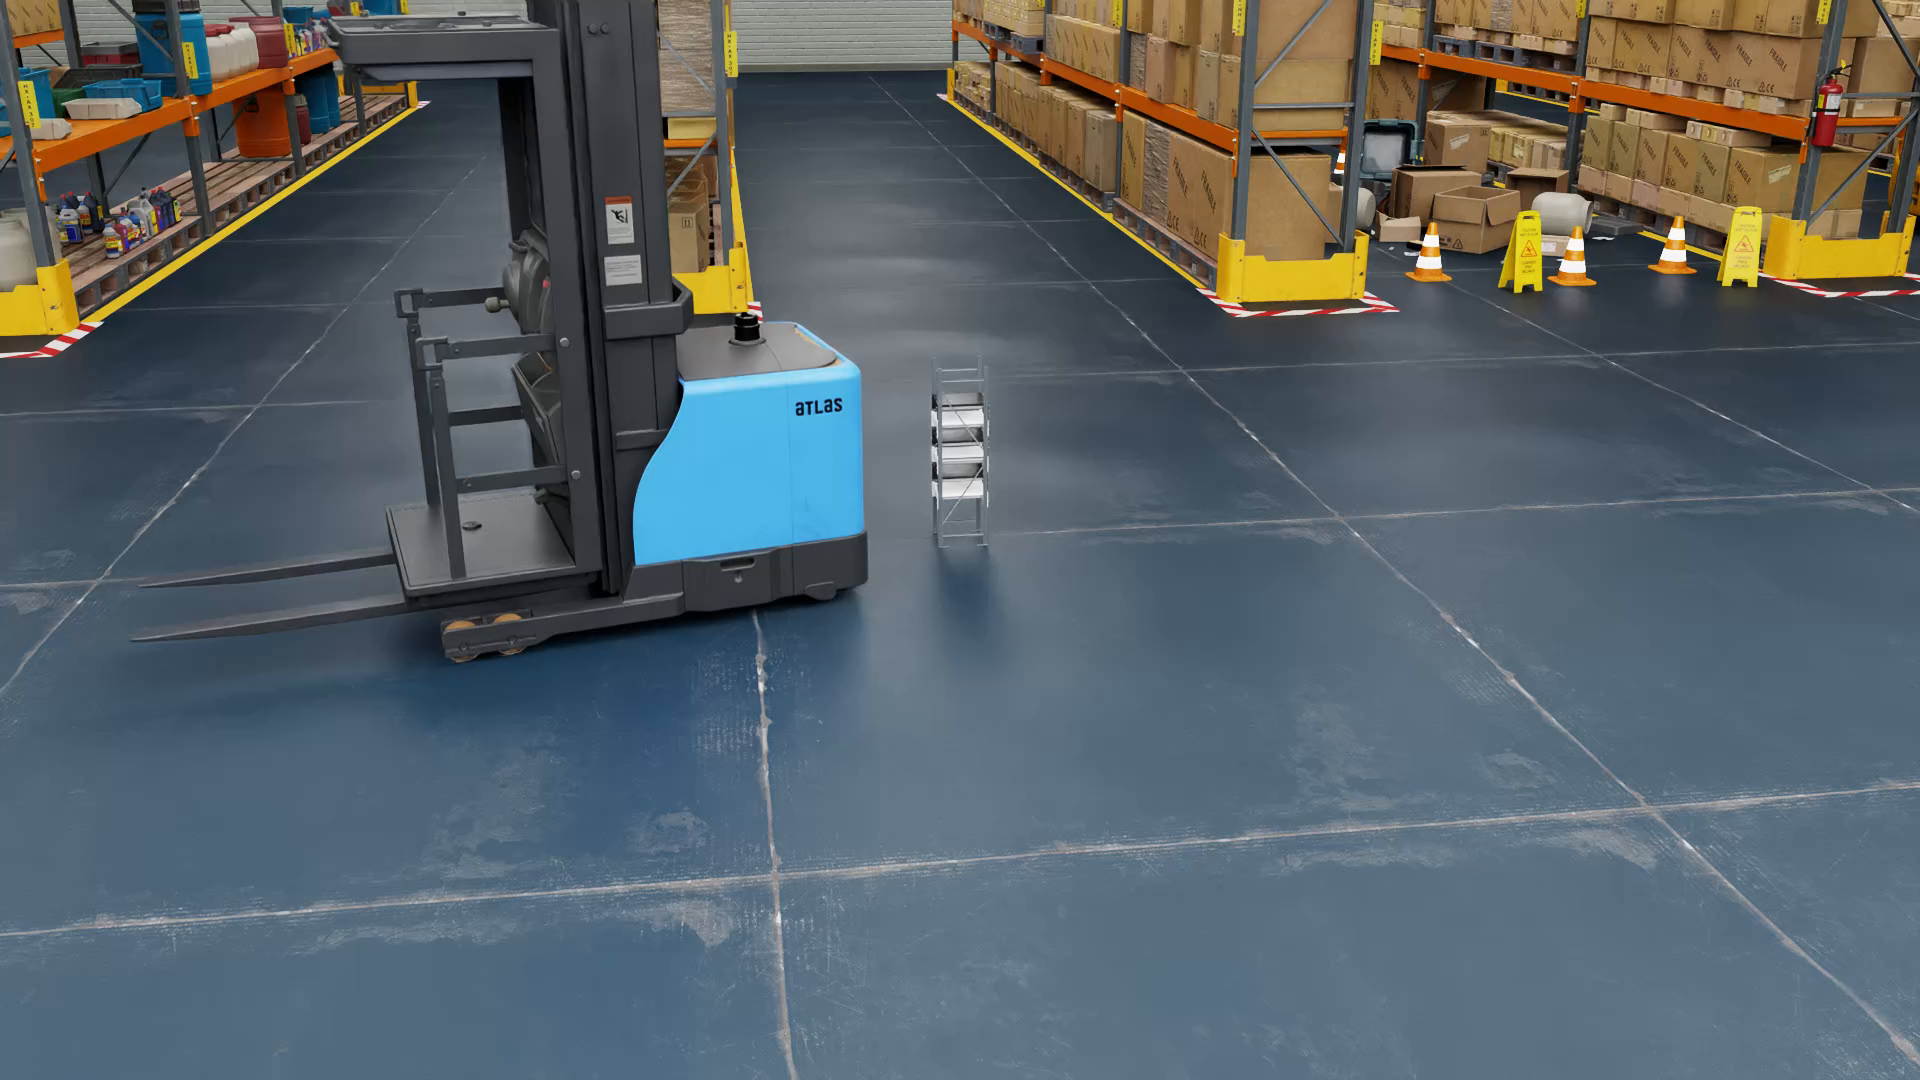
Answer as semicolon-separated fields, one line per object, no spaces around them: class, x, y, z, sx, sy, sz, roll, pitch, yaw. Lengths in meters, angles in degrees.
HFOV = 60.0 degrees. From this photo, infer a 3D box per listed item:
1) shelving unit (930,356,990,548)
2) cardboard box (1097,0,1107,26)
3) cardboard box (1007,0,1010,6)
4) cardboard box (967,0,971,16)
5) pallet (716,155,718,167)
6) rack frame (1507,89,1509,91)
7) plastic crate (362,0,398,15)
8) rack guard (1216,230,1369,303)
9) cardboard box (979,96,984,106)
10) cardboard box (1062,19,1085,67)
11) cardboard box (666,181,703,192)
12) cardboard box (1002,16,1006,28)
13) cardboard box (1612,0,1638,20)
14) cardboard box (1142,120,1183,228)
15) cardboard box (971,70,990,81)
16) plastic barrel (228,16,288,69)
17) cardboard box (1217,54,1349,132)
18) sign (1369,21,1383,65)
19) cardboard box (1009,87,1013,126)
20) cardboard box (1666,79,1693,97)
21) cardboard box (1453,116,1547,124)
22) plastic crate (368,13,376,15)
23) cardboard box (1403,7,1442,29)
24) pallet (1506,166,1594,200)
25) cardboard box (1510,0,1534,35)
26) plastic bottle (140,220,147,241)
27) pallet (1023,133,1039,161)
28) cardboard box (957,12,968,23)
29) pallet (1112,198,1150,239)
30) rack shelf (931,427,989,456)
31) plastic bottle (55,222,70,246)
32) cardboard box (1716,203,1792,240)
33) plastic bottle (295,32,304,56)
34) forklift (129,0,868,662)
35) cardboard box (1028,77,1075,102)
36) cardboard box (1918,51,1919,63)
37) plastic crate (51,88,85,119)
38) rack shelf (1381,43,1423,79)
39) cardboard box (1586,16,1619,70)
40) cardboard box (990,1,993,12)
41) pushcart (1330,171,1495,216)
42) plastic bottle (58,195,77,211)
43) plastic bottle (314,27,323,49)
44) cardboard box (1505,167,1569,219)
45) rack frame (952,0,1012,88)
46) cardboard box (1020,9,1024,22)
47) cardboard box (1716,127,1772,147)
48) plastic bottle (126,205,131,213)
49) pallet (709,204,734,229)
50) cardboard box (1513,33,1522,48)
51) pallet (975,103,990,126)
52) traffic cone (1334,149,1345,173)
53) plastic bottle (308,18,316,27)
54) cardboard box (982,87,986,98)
shelving unit;-0.001;-0.424;8.066;0.258;0.900;0.210;-3;21;-8
cardboard box;1.875;-5.820;17.941;0.700;0.500;0.500;-3;21;-7
cardboard box;0.816;-7.118;21.895;0.380;0.149;0.250;-2;21;-5
cardboard box;0.403;-8.422;25.910;0.500;0.500;0.500;-3;21;-9
pallet;-3.287;-4.373;19.624;1.003;0.211;1.213;-3;21;-8
rack frame;10.166;-9.472;29.289;1.000;3.000;0.127;-3;21;-8
plastic crate;-9.220;-8.409;26.306;0.616;0.435;0.499;-3;21;-8
rack guard;2.681;-2.216;13.436;1.175;0.500;0.348;-3;21;-8
cardboard box;0.497;-6.713;25.376;0.380;0.149;0.250;-4;21;-10
cardboard box;1.470;-5.693;19.028;0.500;0.500;0.500;-3;21;-8
cardboard box;-2.510;-2.846;14.522;0.500;0.500;0.500;-1;21;-3
cardboard box;0.776;-6.931;22.244;0.380;0.149;0.250;-4;21;-10
cardboard box;6.886;-5.379;16.333;0.700;0.500;0.500;-3;21;-7
cardboard box;2.256;-3.449;15.600;0.875;0.875;0.875;-3;21;-7
cardboard box;0.378;-7.248;25.960;0.380;0.149;0.250;-4;21;-10
plastic barrel;-7.933;-5.619;18.779;0.600;0.536;0.708;-3;21;-8
cardboard box;2.579;-3.592;13.332;0.875;0.550;0.550;-3;21;-8
sign;3.228;-3.864;12.925;0.100;0.325;0.005;-3;21;-8
cardboard box;0.959;-5.943;22.814;0.500;0.500;0.500;-3;21;-7
cardboard box;6.952;-4.293;15.783;0.380;0.149;0.250;-3;21;-8
cardboard box;6.594;-4.965;20.377;0.950;0.372;0.625;-3;21;-9
plastic crate;-8.903;-7.722;24.758;0.416;0.233;0.300;-3;21;-8
cardboard box;6.087;-6.769;21.553;0.500;0.250;0.500;-3;21;-8
pallet;6.871;-4.028;18.700;1.003;0.211;1.213;-3;21;-8
cardboard box;6.550;-5.947;18.684;0.500;0.500;0.500;-2;21;-6
plastic bottle;-7.207;-2.728;14.604;0.097;0.201;0.097;0;20;0
pallet;1.413;-5.130;21.649;1.003;0.211;1.213;-3;21;-8
cardboard box;0.157;-8.507;27.065;0.380;0.149;0.250;-4;21;-9
pallet;2.133;-3.207;16.501;1.003;0.211;1.213;-3;21;-8
rack shelf;-0.001;-0.477;8.046;0.258;0.077;0.200;-3;21;-8
plastic bottle;-7.789;-2.655;14.408;0.097;0.201;0.097;0;20;0
cardboard box;7.175;-2.864;14.926;0.500;0.250;0.500;-3;21;-8
plastic bottle;-8.116;-6.101;20.430;0.061;0.283;0.133;-3;21;-8
forklift;-1.984;-1.079;6.915;3.031;2.935;1.130;-8;22;-21
cardboard box;1.166;-5.766;21.268;0.500;0.250;0.500;-3;21;-9
cardboard box;11.445;-5.755;19.553;0.500;0.250;0.500;-3;21;-7
plastic crate;-7.807;-3.732;14.224;0.450;0.188;0.662;-3;21;-8
rack shelf;6.120;-6.806;23.179;1.077;0.370;4.000;-3;21;-8
cardboard box;6.772;-5.085;16.976;0.500;0.500;0.500;-3;21;-8
cardboard box;0.626;-7.430;23.157;0.380;0.149;0.250;-2;21;-6
pushcart;4.736;-3.705;17.596;1.648;0.377;0.936;-11;23;-26
plastic bottle;-7.990;-2.915;14.891;0.144;0.351;0.185;-4;21;-10
plastic bottle;-8.321;-6.479;21.454;0.152;0.276;0.135;-3;21;-8
cardboard box;5.793;-3.456;16.751;0.500;0.500;0.500;12;24;29
rack frame;0.371;-8.935;27.853;1.000;3.000;0.127;-3;21;-8
cardboard box;0.962;-6.624;20.999;0.380;0.149;0.250;-2;21;-6
cardboard box;7.068;-3.632;14.985;0.380;0.149;0.250;-2;21;-6
plastic bottle;-7.368;-2.849;14.809;0.061;0.283;0.133;-3;21;-8
pallet;-2.690;-3.028;16.023;1.003;0.211;1.213;-3;21;-8
cardboard box;6.505;-5.663;18.849;0.380;0.149;0.250;-3;21;-8
pallet;0.816;-6.475;25.251;1.003;0.211;1.213;-3;21;-8
traffic cone;4.389;-4.286;19.029;0.336;0.463;0.334;-3;21;-8
plastic bottle;-8.536;-6.689;21.910;0.144;0.351;0.185;-3;21;-8
cardboard box;0.537;-6.737;25.016;0.380;0.149;0.250;-4;21;-10
